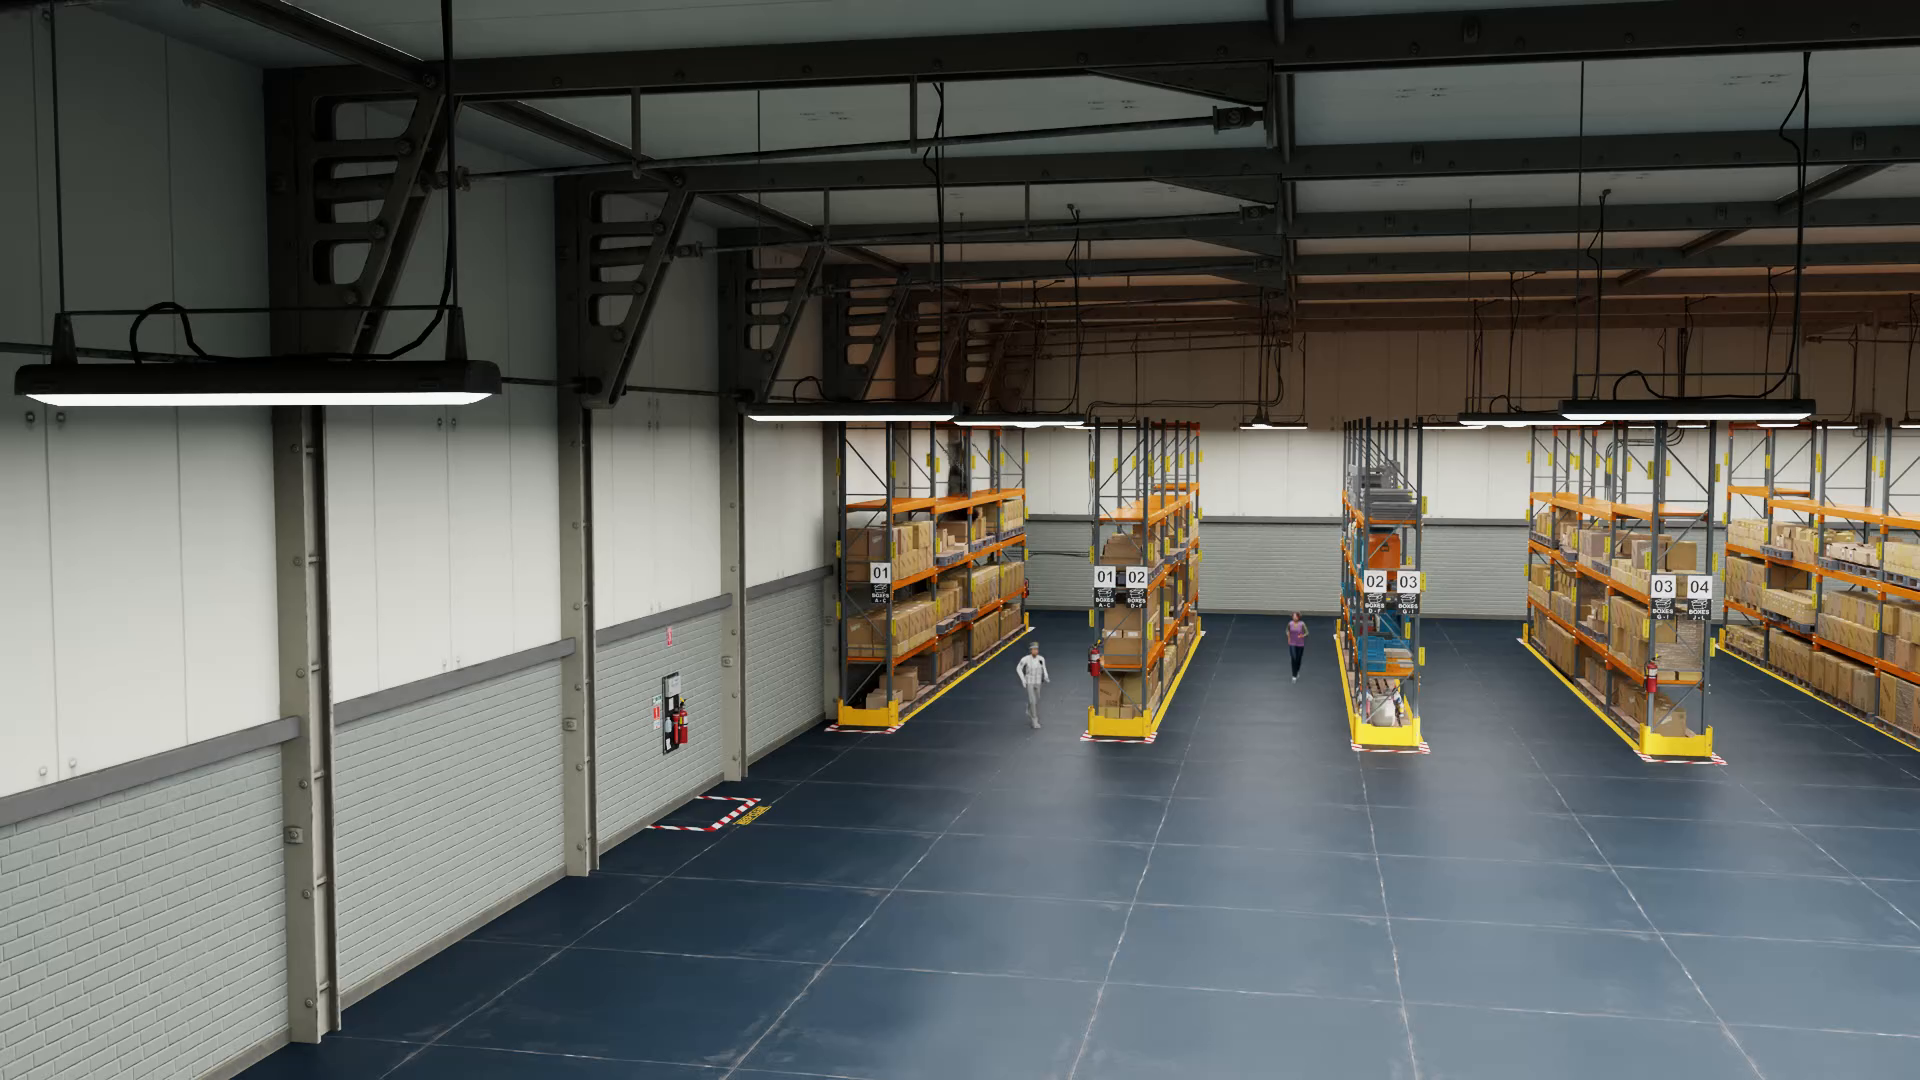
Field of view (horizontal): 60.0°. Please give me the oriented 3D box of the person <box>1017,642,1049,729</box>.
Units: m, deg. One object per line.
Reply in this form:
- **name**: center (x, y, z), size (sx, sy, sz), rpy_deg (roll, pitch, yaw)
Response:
- **person**: center (1.423, 2.801, 32.458), size (0.553, 1.662, 0.762), rpy_deg (-1, 4, -19)

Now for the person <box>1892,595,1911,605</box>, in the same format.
- **person**: center (25.063, 1.986, 44.335), size (0.678, 1.736, 0.708), rpy_deg (0, 4, 5)

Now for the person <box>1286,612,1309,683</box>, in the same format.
- **person**: center (7.758, 2.442, 38.238), size (0.524, 1.611, 0.820), rpy_deg (1, 4, 14)
